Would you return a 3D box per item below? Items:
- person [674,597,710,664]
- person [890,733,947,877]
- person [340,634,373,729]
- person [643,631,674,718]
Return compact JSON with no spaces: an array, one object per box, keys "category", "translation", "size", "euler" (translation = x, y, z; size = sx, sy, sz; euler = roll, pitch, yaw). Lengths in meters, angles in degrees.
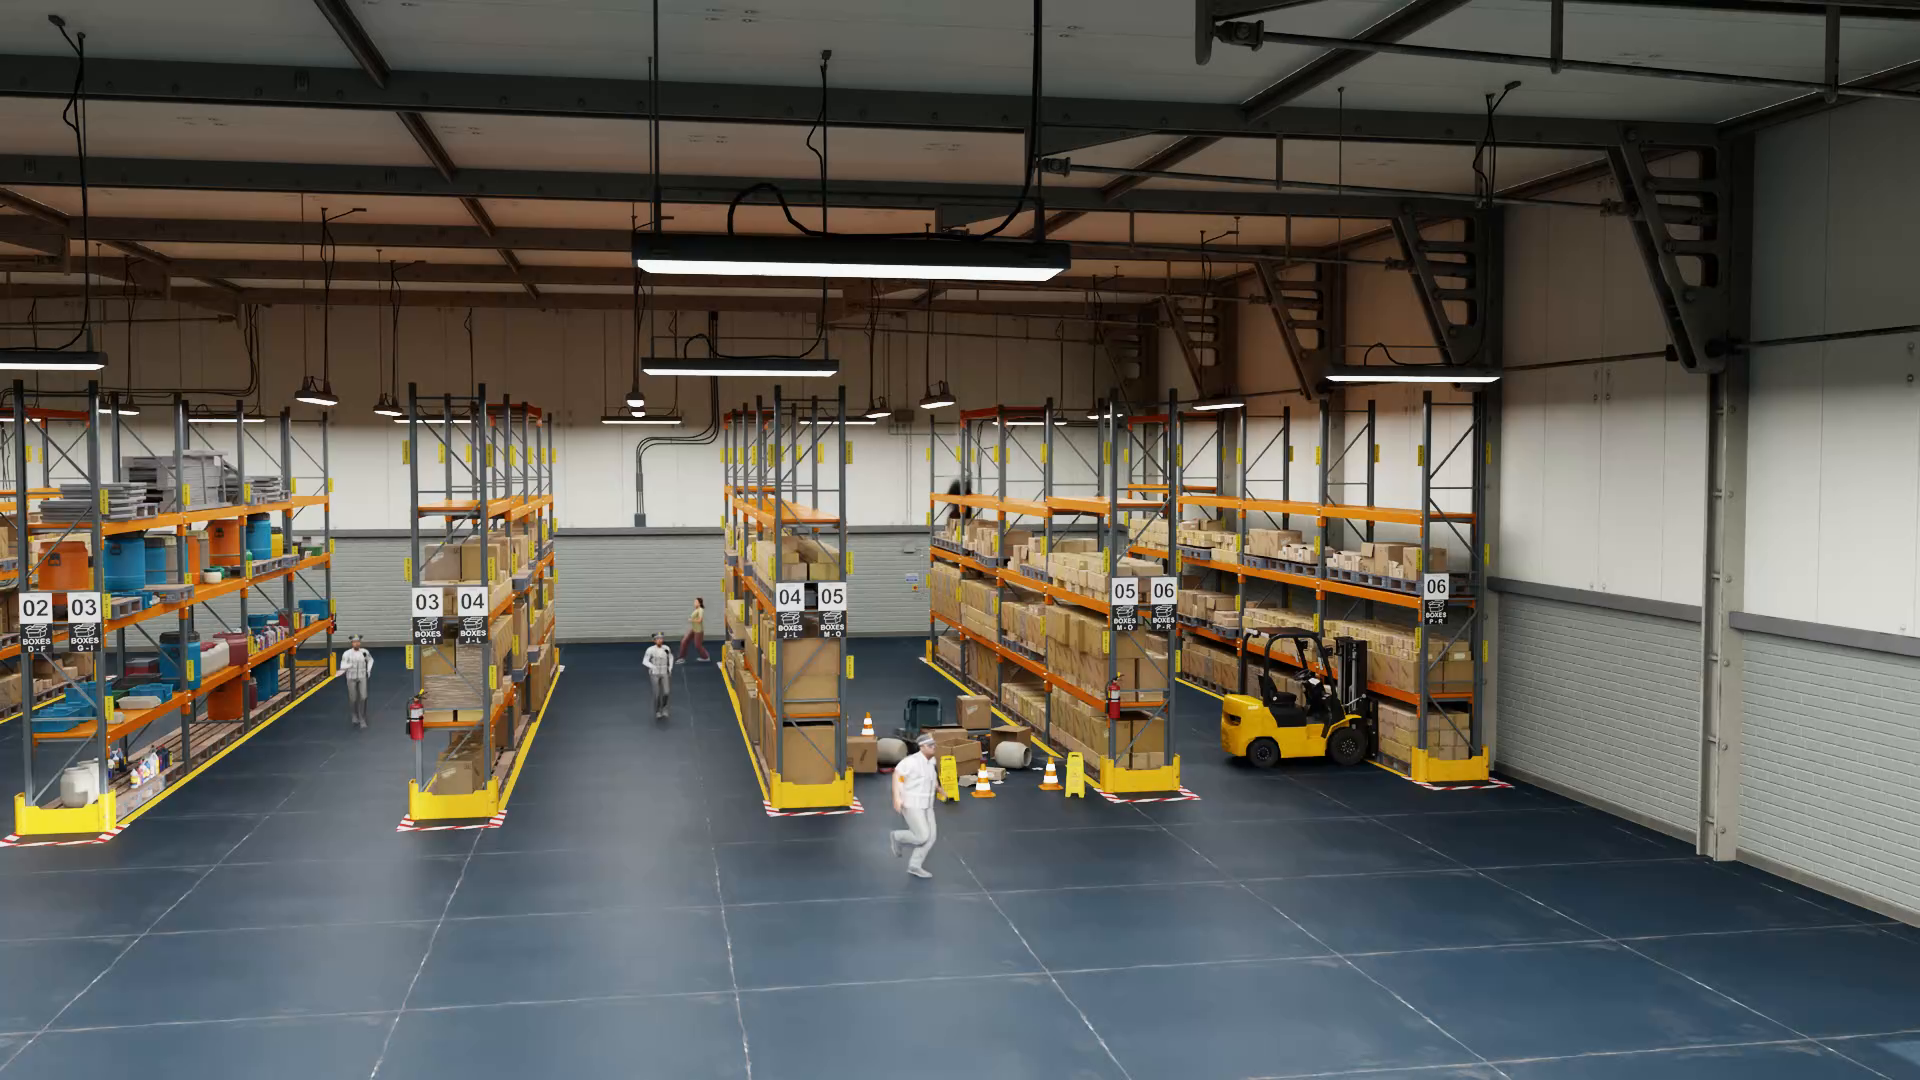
[{"category":"person","translation":[-6.376,2.198,40.005],"size":[0.895,1.612,0.600],"euler":[-2,3,-34]},{"category":"person","translation":[-0.491,3.151,19.832],"size":[0.682,1.739,0.702],"euler":[2,4,36]},{"category":"person","translation":[-11.114,2.598,30.678],"size":[0.591,1.741,0.704],"euler":[-1,3,-24]},{"category":"person","translation":[-5.711,2.561,31.601],"size":[0.618,1.663,0.597],"euler":[-1,3,-19]}]
